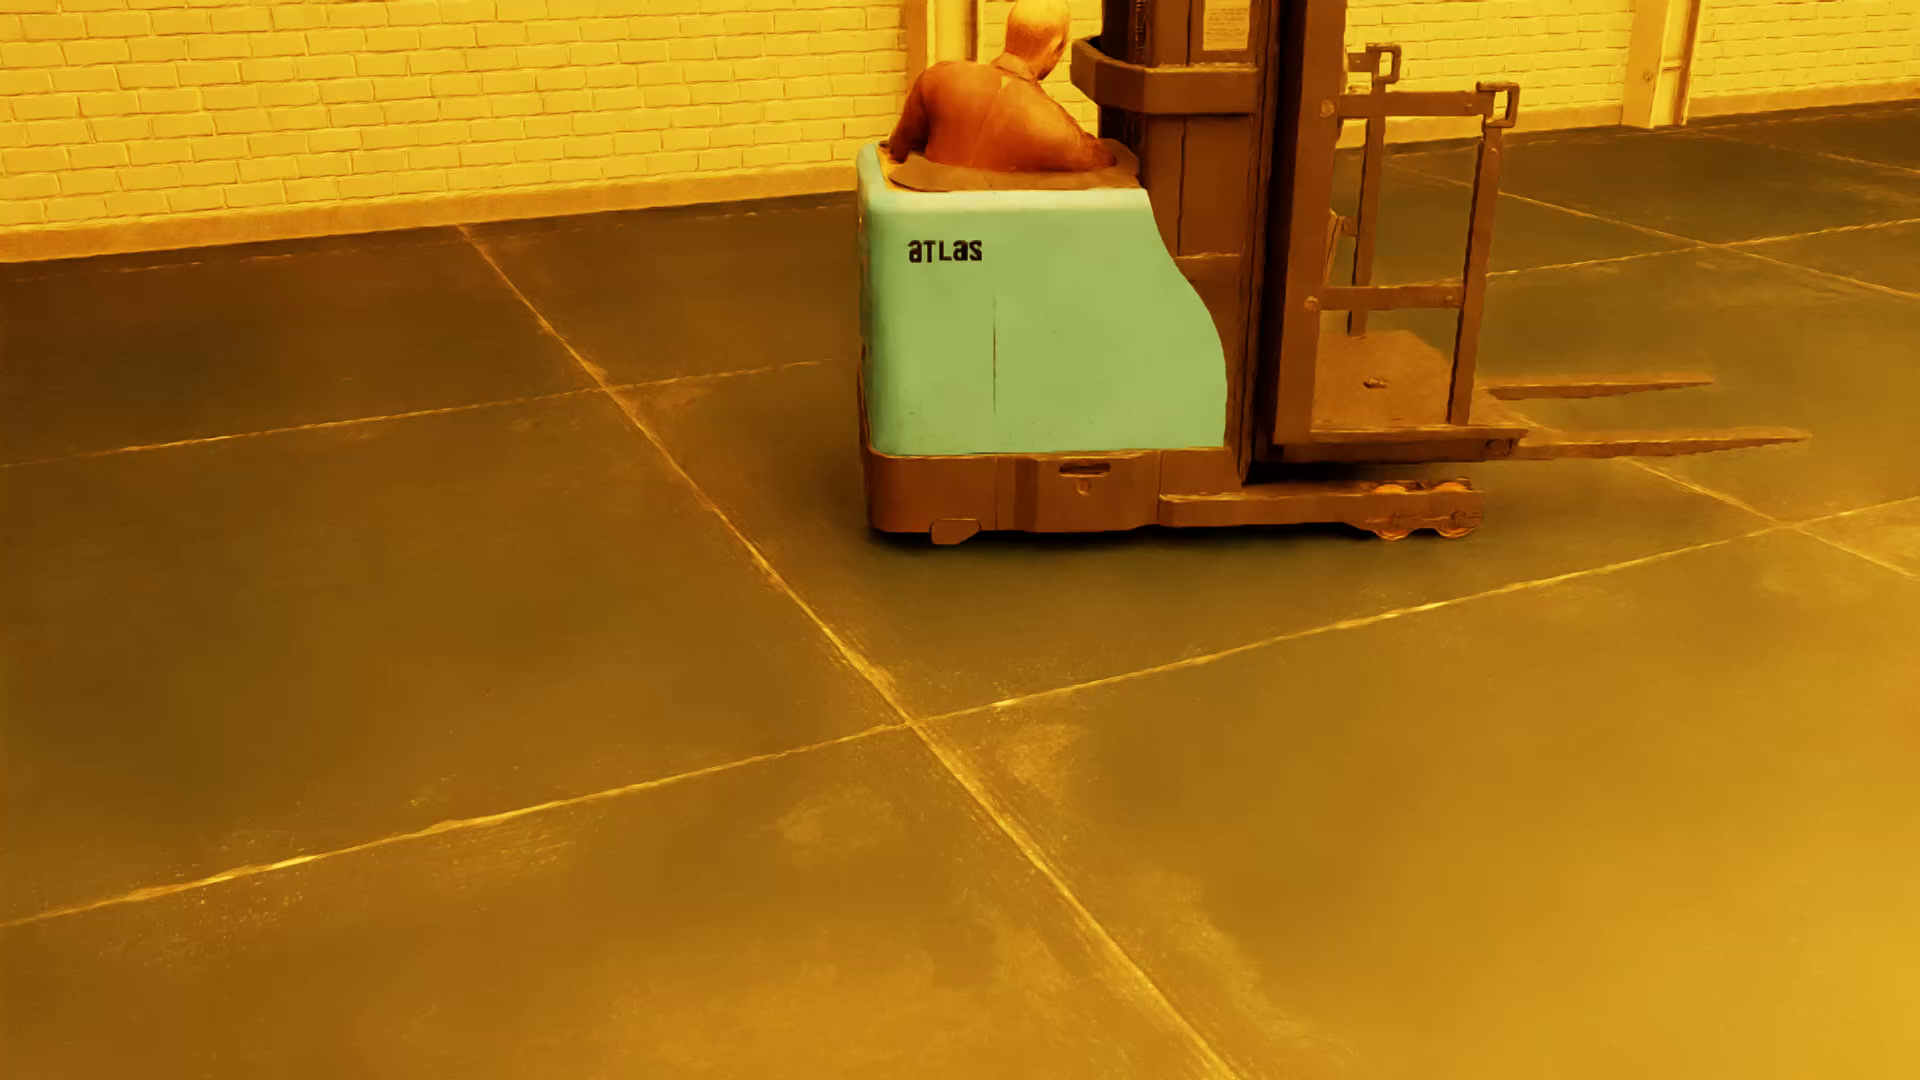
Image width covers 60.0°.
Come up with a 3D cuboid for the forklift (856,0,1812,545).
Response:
[{"bbox_3d":[1.194,-1.556,5.031,3.031,2.935,1.130,-2,23,-5],"label":"forklift"}]

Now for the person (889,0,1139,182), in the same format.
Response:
[{"bbox_3d":[0.267,-1.002,5.228,0.868,1.414,0.798,12,26,27],"label":"person"}]
